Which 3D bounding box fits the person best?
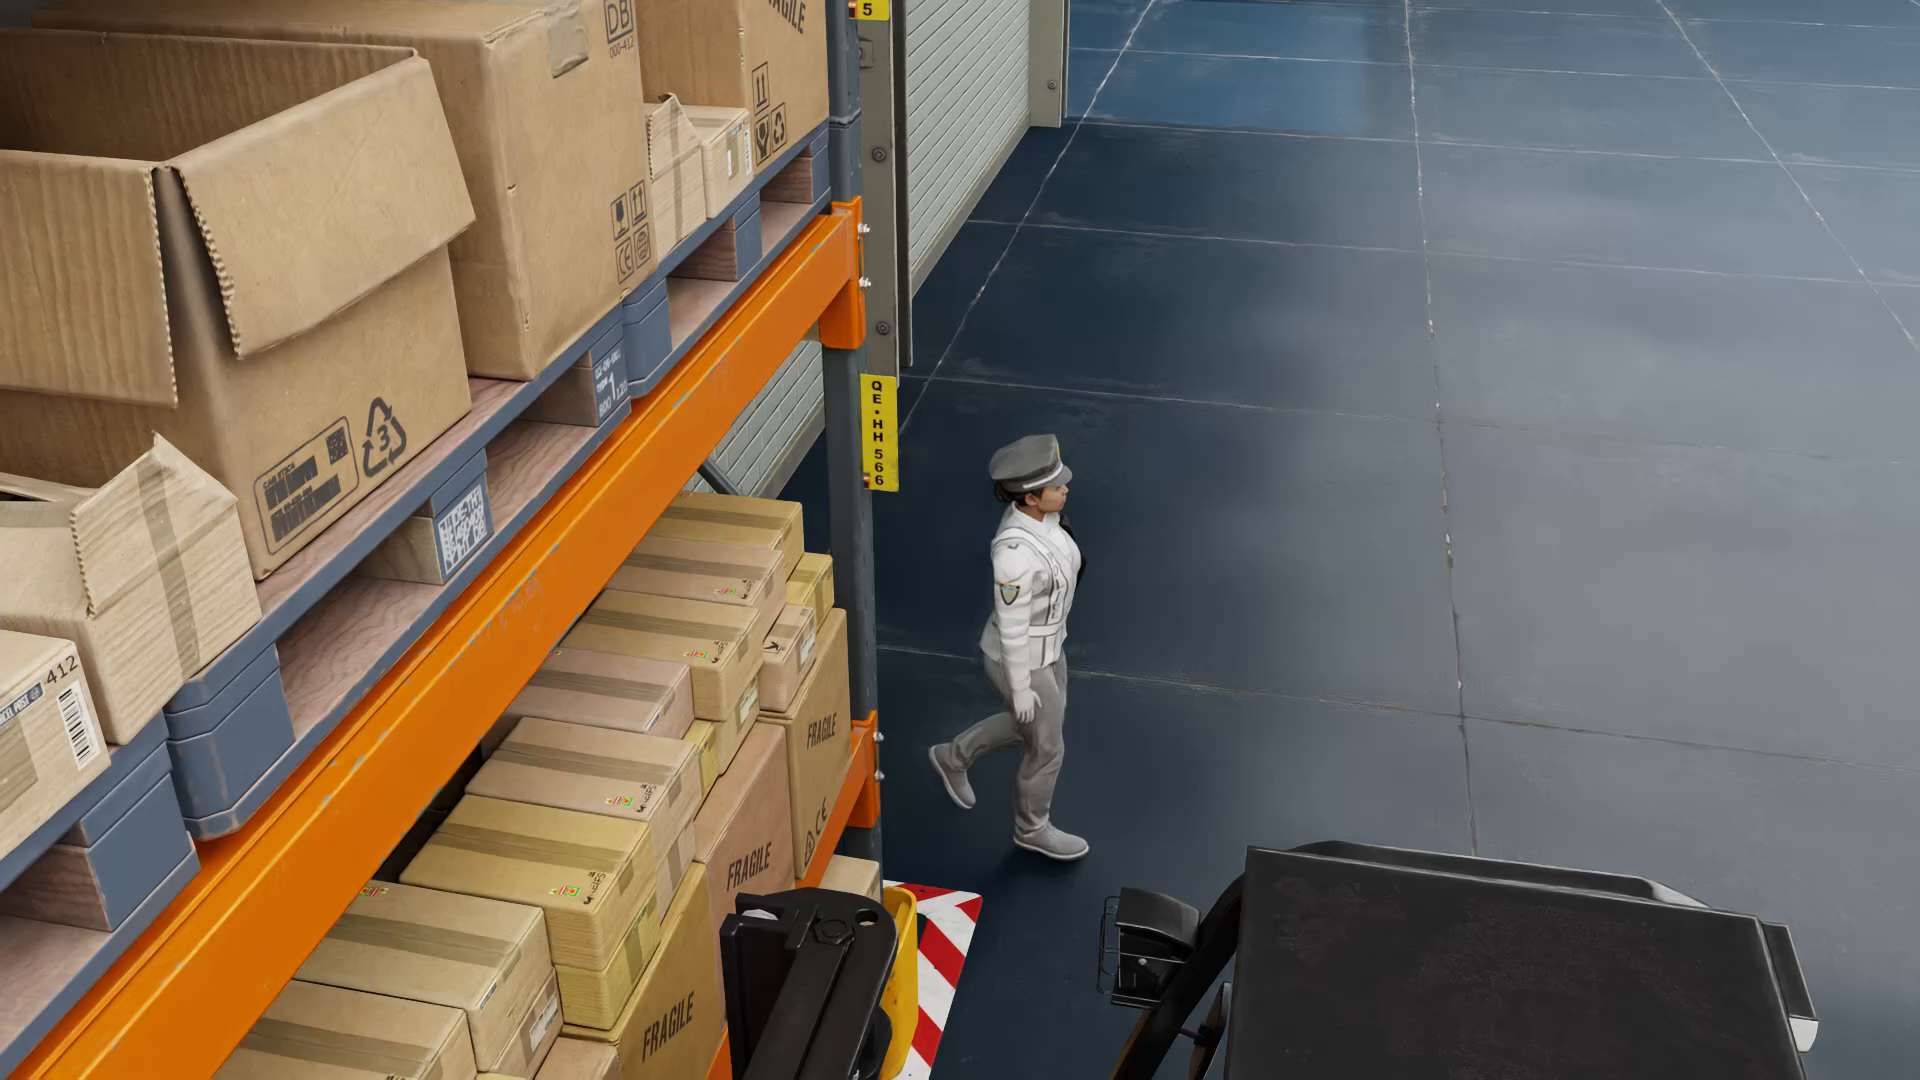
[{"bbox_3d":[0.176,0.377,5.876,0.640,1.669,0.493,6,30,11],"label":"person"}]
